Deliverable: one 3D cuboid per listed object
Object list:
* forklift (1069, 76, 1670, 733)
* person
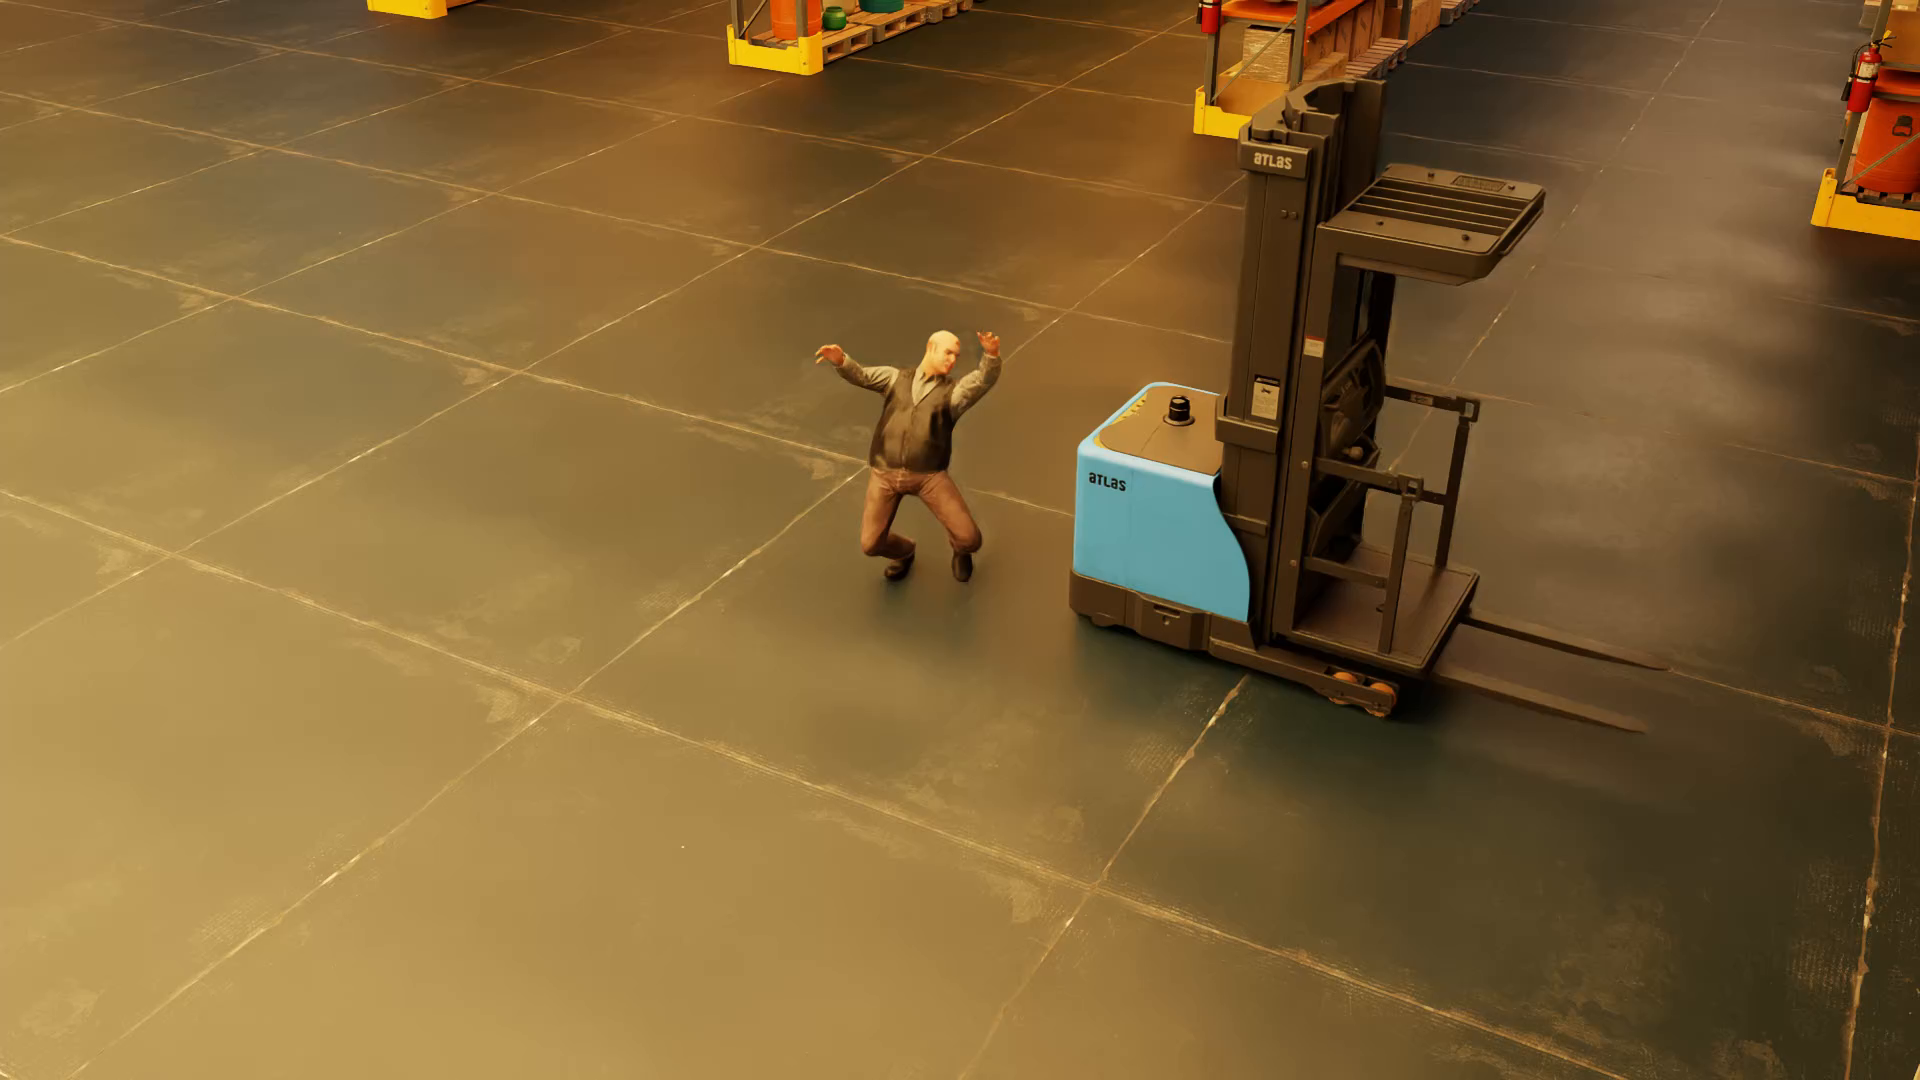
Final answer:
[{"bbox_3d":[2.138,-0.678,8.245,3.031,2.935,1.130,16,34,26],"label":"forklift"},{"bbox_3d":[-0.255,-0.497,9.251,0.967,1.612,0.715,4,30,6],"label":"person"}]
